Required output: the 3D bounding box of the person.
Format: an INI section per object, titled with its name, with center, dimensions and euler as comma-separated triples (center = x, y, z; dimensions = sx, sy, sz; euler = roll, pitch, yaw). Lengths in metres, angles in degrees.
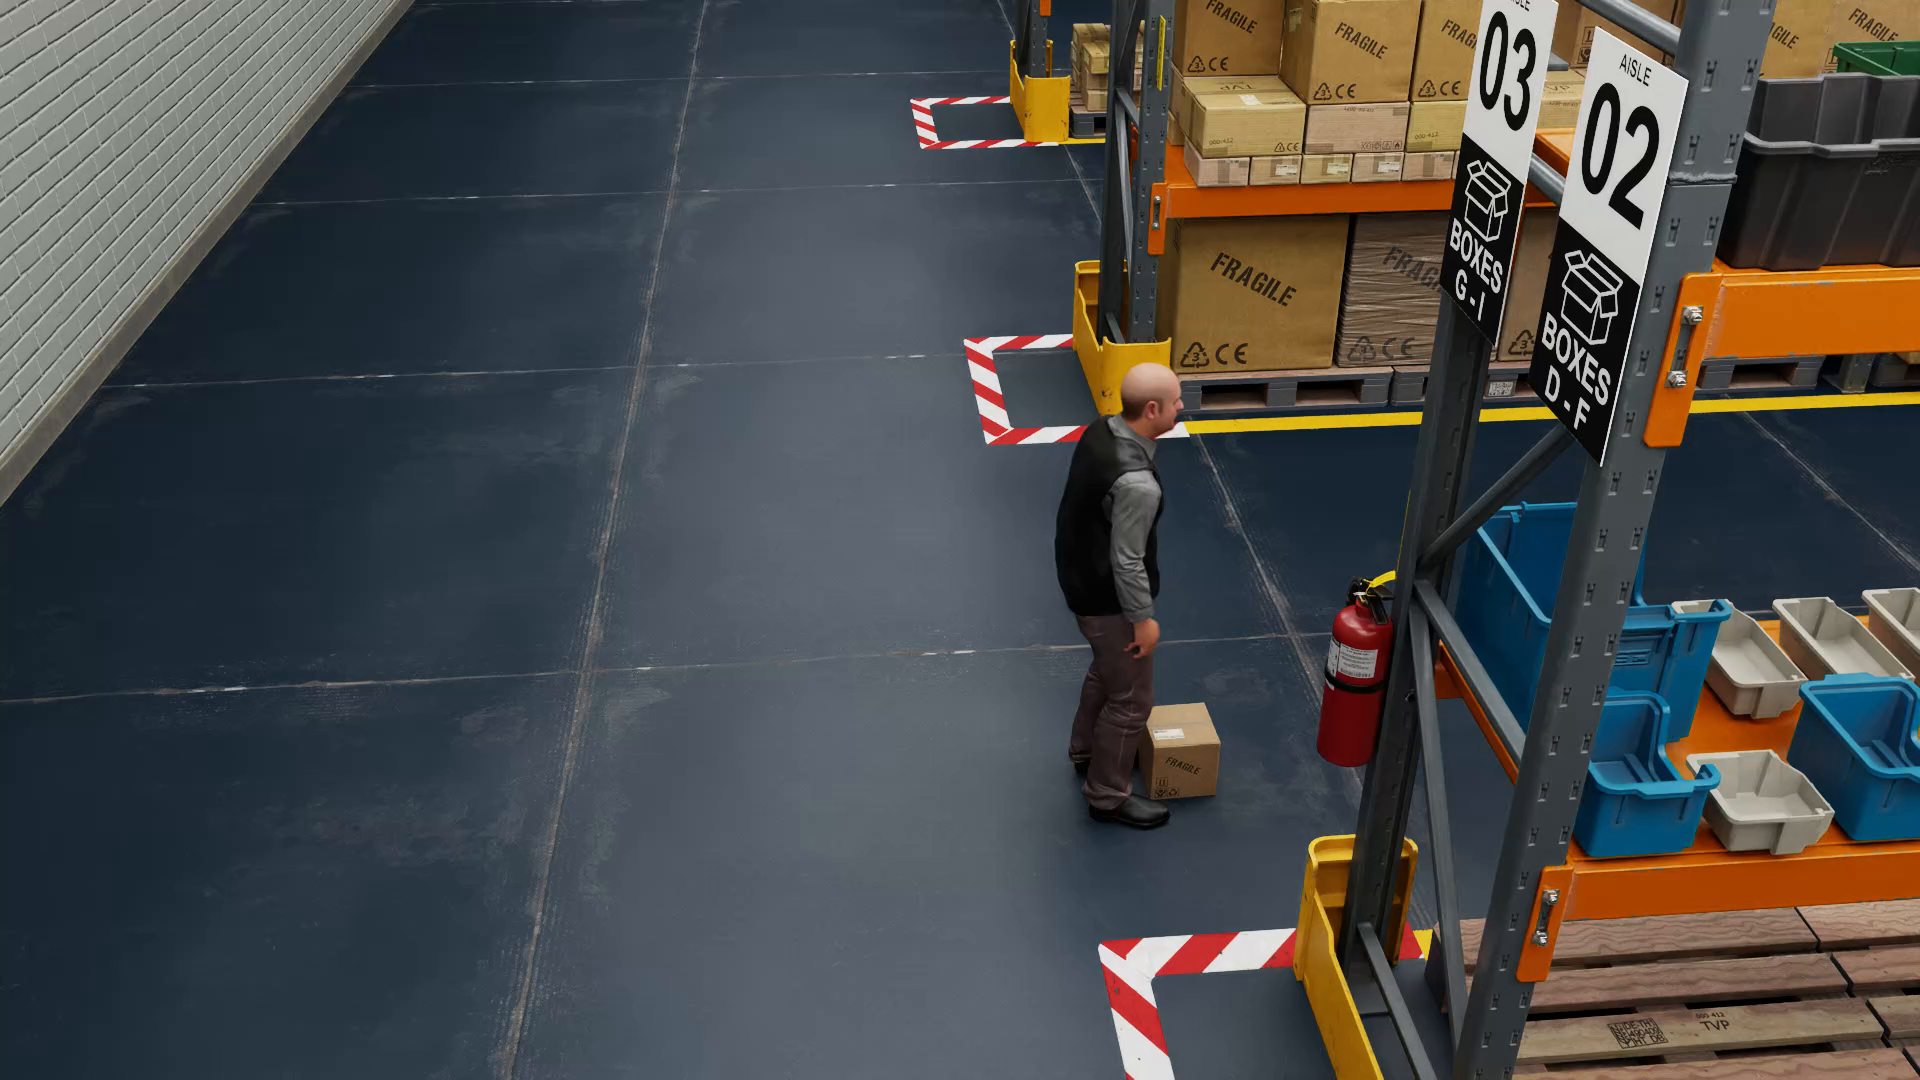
[person]
center = 0.542, 0.224, 5.882
dimensions = 0.412, 1.618, 0.586
euler = -3, 31, -5
